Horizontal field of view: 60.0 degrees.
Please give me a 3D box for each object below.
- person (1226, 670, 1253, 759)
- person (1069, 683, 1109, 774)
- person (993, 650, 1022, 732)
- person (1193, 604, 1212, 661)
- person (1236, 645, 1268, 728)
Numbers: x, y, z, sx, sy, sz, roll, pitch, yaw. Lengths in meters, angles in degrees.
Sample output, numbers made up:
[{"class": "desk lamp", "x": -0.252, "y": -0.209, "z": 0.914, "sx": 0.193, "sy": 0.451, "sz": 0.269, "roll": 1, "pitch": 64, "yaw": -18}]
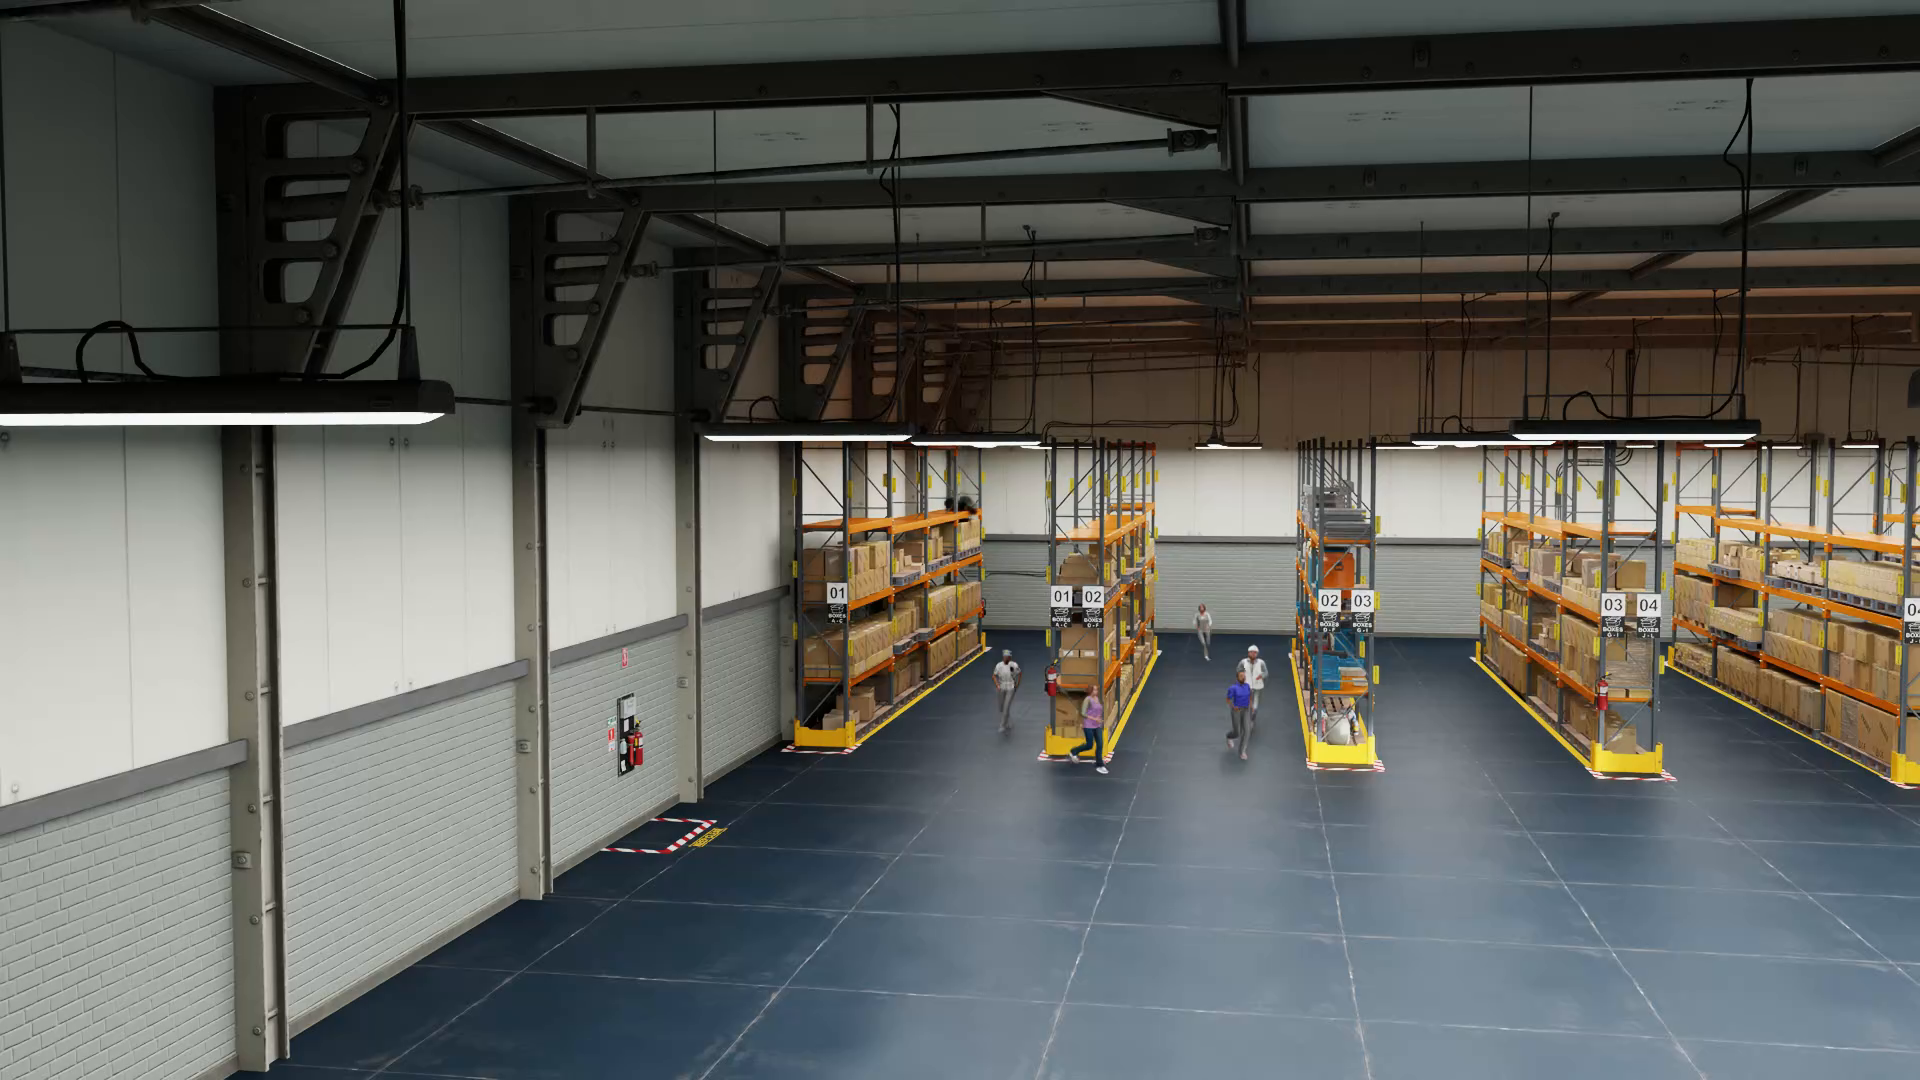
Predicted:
[{"class": "person", "x": 5.272, "y": 3.275, "z": 31.337, "sx": 0.585, "sy": 1.654, "sz": 0.725, "roll": -1, "pitch": 3, "yaw": -17}, {"class": "person", "x": 2.329, "y": 3.357, "z": 29.755, "sx": 0.831, "sy": 1.603, "sz": 0.557, "roll": 3, "pitch": 4, "yaw": 40}, {"class": "person", "x": 0.975, "y": 3.085, "z": 34.355, "sx": 0.600, "sy": 1.683, "sz": 0.801, "roll": 1, "pitch": 3, "yaw": 10}, {"class": "person", "x": 6.678, "y": 2.535, "z": 45.840, "sx": 0.533, "sy": 1.551, "sz": 0.563, "roll": 0, "pitch": 3, "yaw": 2}, {"class": "person", "x": 6.014, "y": 3.027, "z": 34.218, "sx": 0.653, "sy": 1.730, "sz": 0.697, "roll": 0, "pitch": 3, "yaw": 8}]
